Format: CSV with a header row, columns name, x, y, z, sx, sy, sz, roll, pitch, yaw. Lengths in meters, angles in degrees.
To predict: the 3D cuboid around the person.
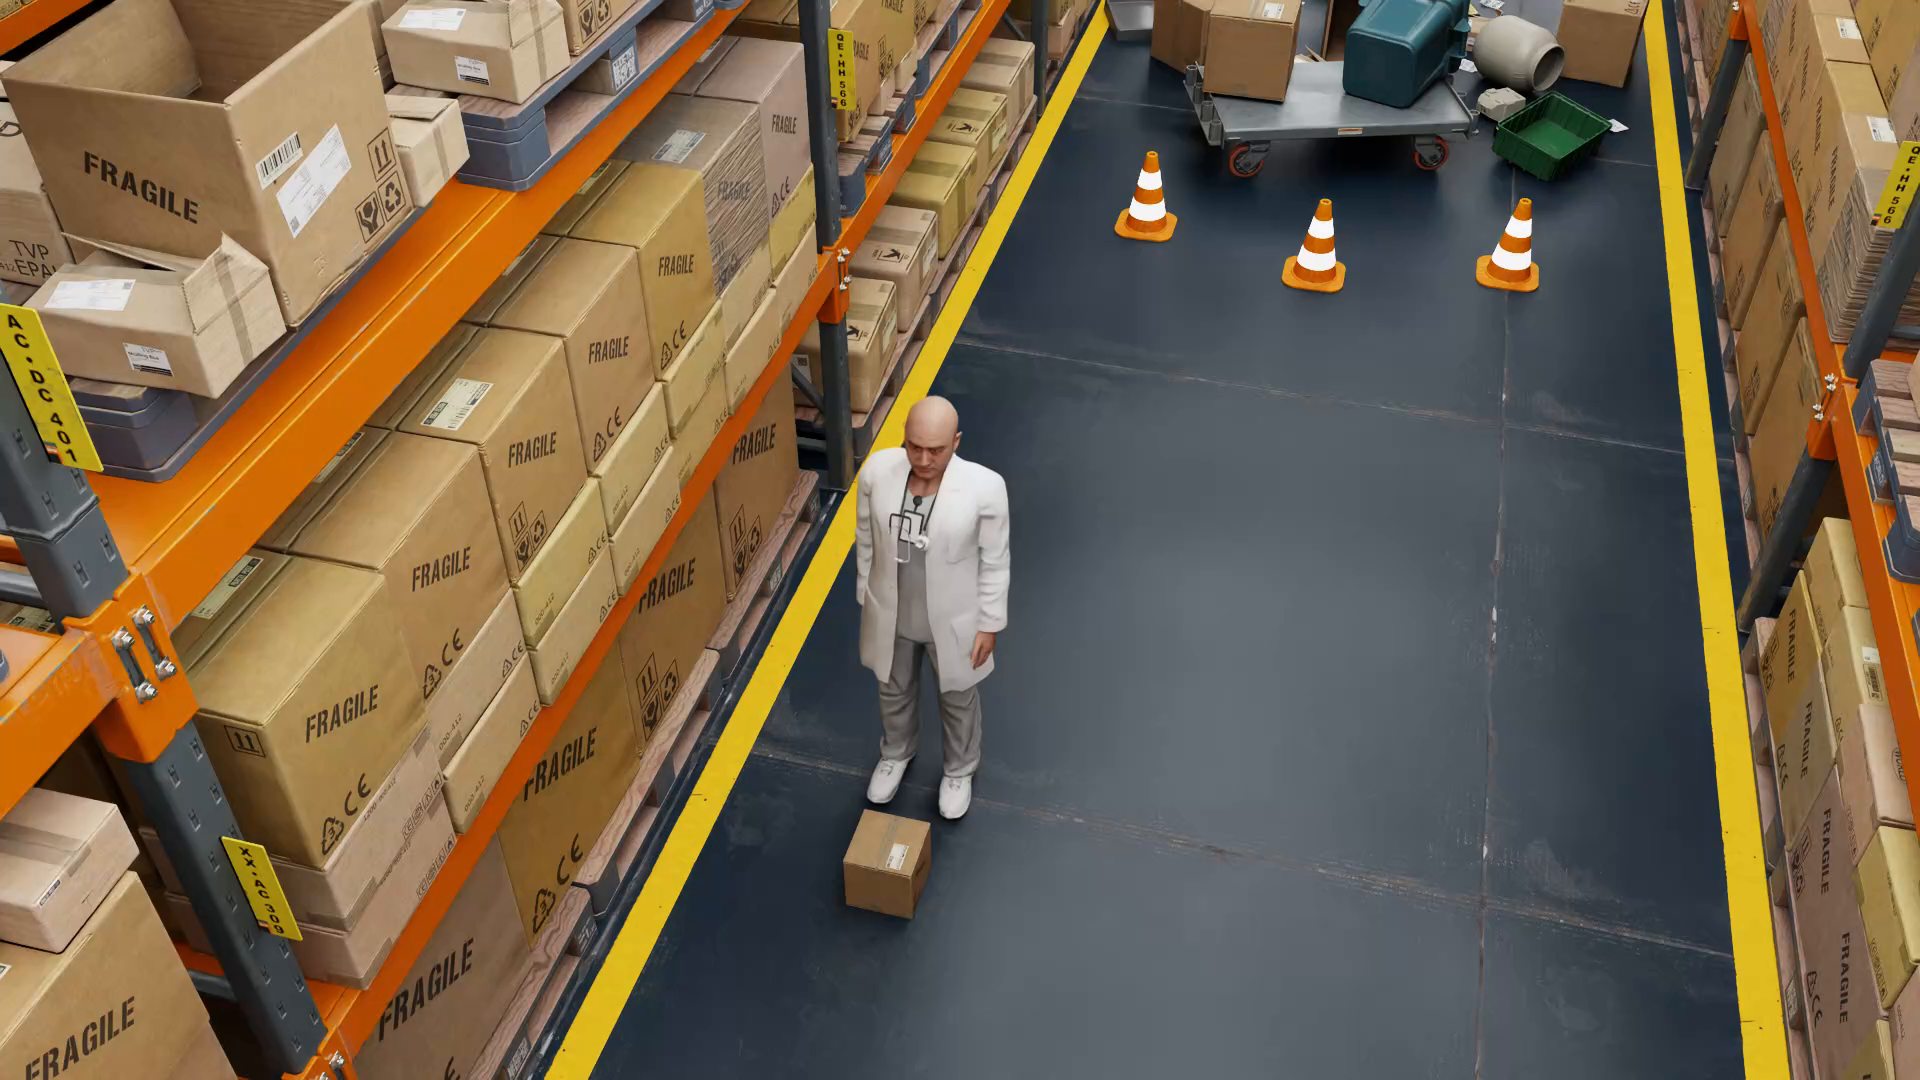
name,x,y,z,sx,sy,sz,roll,pitch,yaw
person,-0.106,0.262,5.864,0.561,1.781,0.377,11,42,13
